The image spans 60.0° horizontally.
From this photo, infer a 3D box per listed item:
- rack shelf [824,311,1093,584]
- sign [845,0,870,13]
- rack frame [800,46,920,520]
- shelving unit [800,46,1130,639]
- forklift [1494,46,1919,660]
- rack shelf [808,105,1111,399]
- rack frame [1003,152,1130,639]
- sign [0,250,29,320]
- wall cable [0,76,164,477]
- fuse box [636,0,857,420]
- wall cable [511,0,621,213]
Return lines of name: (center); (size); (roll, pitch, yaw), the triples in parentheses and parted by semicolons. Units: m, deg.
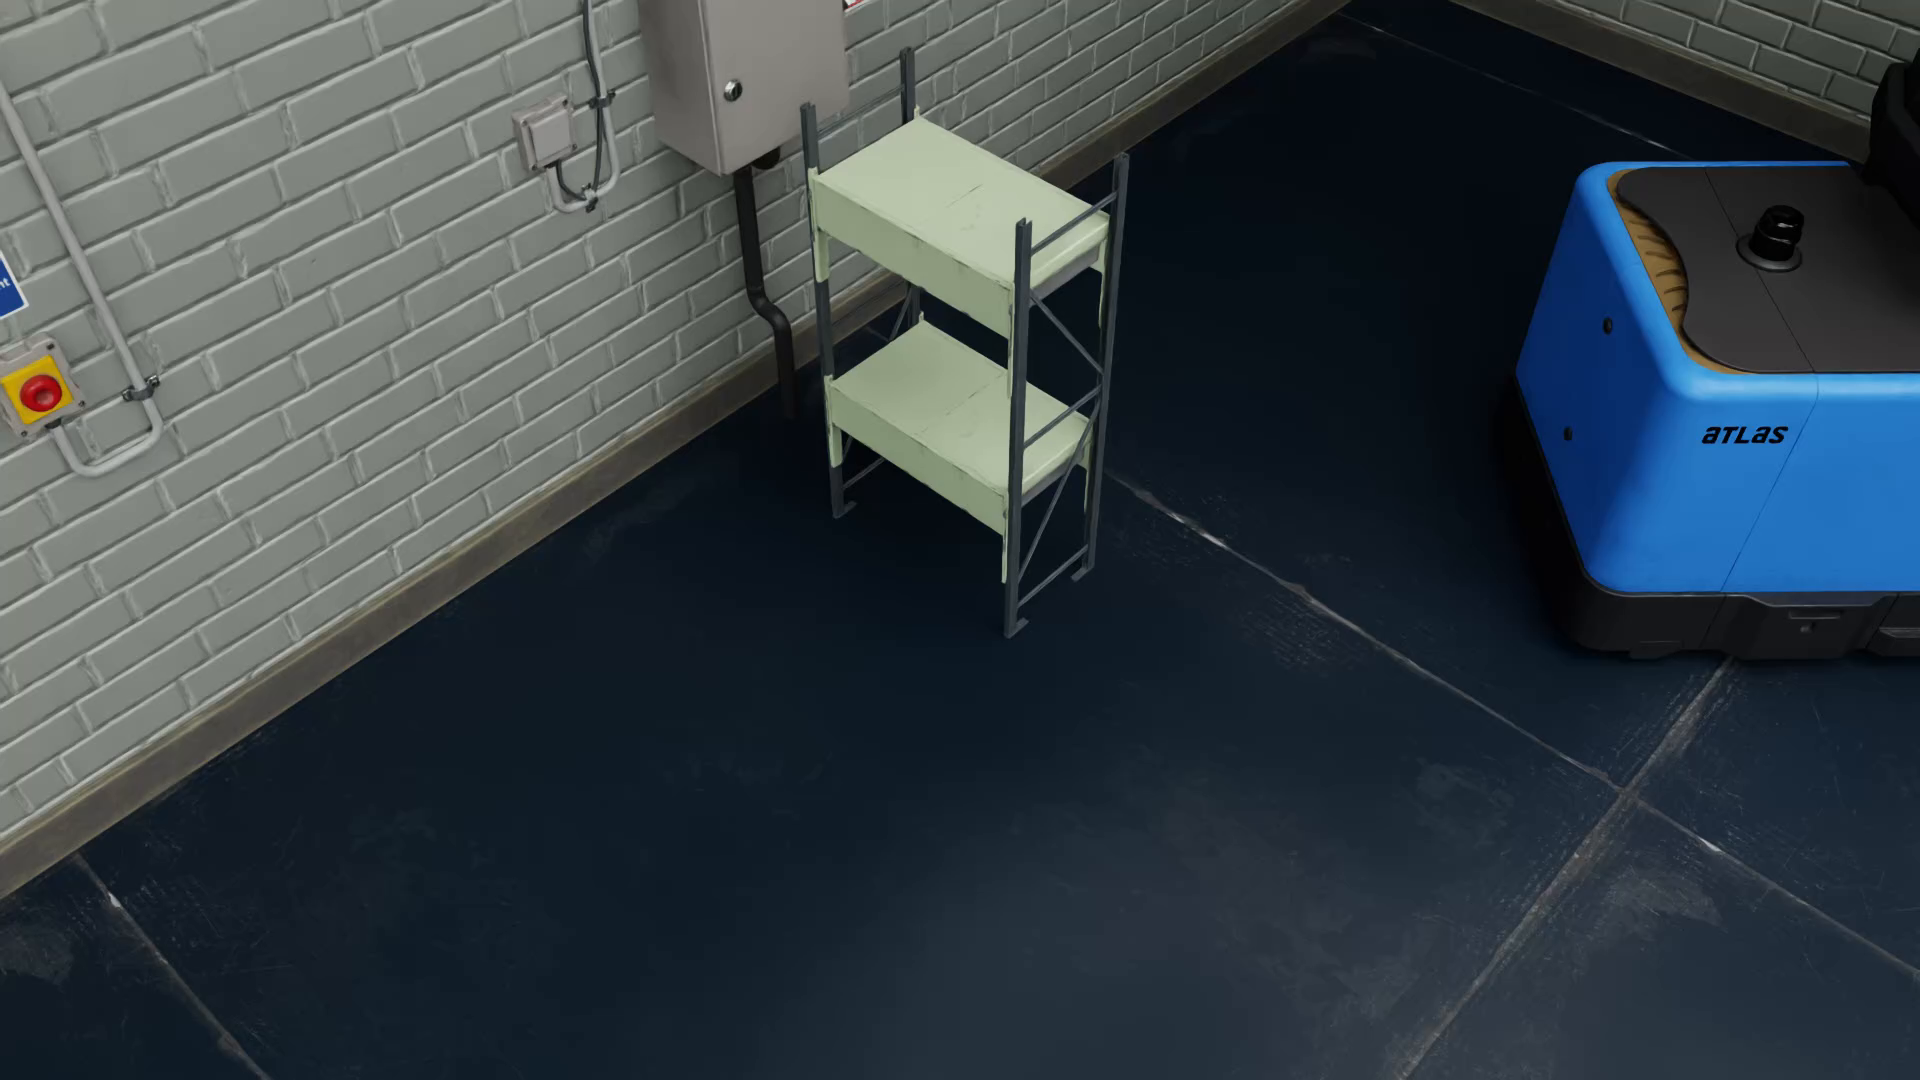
rack shelf: (0.005, -0.287, 4.938); (0.720, 0.370, 0.431); (34, 55, 28)
sign: (-0.354, -1.790, 4.938); (0.001, 0.494, 0.329); (34, 55, 28)
rack frame: (-0.264, -0.691, 4.870); (0.023, 1.500, 0.400); (34, 55, 28)
shelving unit: (0.005, -0.510, 4.700); (0.755, 1.500, 0.431); (34, 55, 28)
forklift: (3.283, -1.022, 4.199); (3.031, 2.935, 1.130); (0, 47, 0)
rack shelf: (0.005, -0.777, 4.416); (0.720, 0.370, 0.431); (34, 55, 28)
rack frame: (0.274, -0.329, 4.530); (0.023, 1.500, 0.400); (34, 55, 28)
sign: (-2.146, -0.499, 3.476); (0.001, 0.218, 0.327); (34, 55, 28)
wall cable: (-2.068, -0.761, 3.188); (0.123, 1.953, 0.585); (34, 55, 28)
fuse box: (-0.536, -1.014, 5.029); (0.414, 1.711, 0.539); (34, 55, 28)
wall cable: (-1.115, -1.515, 3.918); (0.122, 1.984, 0.588); (34, 55, 28)
